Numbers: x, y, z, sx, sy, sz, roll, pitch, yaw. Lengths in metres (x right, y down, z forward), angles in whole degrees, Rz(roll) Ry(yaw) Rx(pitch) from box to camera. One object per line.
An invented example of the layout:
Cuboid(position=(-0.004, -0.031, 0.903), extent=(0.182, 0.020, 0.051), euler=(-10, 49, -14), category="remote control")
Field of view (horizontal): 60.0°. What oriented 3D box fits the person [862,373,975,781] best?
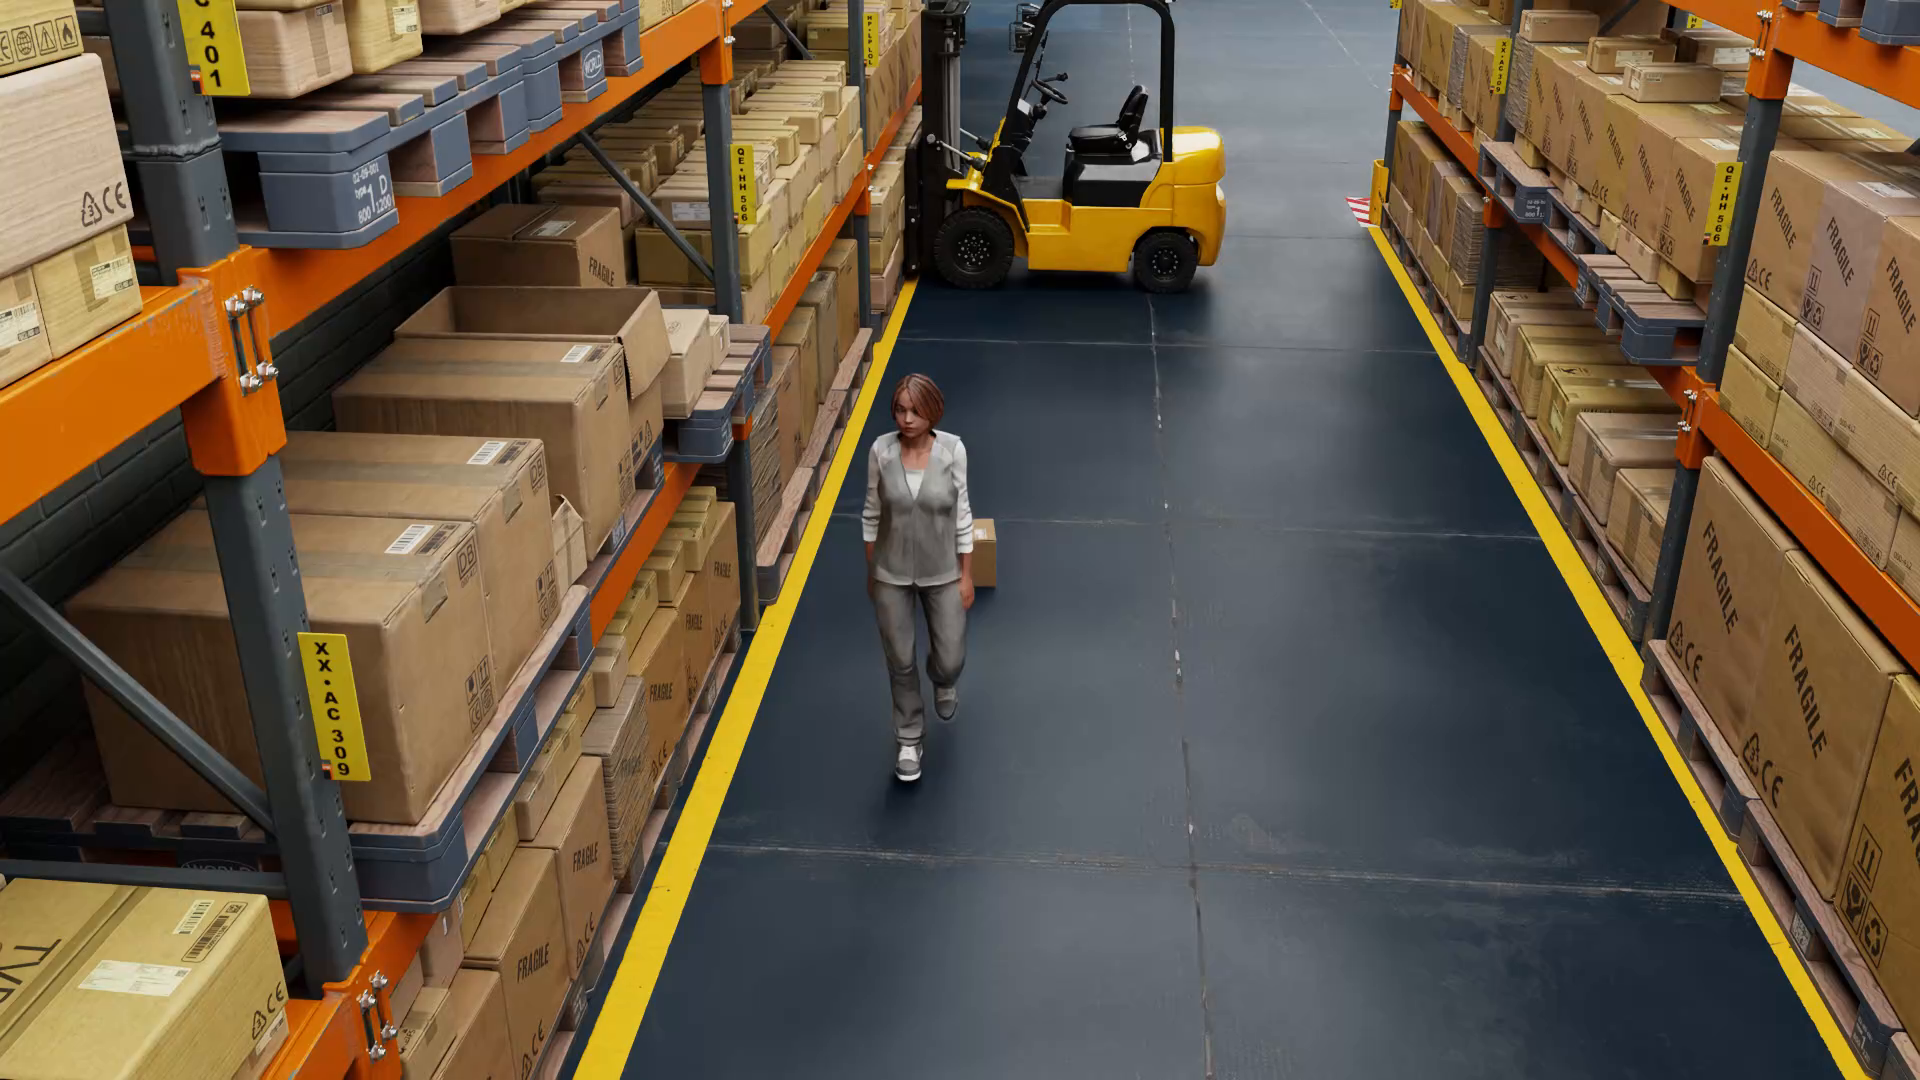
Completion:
Cuboid(position=(-0.155, 0.121, 6.300), extent=(0.423, 1.591, 0.511), euler=(1, 25, 2), category="person")
